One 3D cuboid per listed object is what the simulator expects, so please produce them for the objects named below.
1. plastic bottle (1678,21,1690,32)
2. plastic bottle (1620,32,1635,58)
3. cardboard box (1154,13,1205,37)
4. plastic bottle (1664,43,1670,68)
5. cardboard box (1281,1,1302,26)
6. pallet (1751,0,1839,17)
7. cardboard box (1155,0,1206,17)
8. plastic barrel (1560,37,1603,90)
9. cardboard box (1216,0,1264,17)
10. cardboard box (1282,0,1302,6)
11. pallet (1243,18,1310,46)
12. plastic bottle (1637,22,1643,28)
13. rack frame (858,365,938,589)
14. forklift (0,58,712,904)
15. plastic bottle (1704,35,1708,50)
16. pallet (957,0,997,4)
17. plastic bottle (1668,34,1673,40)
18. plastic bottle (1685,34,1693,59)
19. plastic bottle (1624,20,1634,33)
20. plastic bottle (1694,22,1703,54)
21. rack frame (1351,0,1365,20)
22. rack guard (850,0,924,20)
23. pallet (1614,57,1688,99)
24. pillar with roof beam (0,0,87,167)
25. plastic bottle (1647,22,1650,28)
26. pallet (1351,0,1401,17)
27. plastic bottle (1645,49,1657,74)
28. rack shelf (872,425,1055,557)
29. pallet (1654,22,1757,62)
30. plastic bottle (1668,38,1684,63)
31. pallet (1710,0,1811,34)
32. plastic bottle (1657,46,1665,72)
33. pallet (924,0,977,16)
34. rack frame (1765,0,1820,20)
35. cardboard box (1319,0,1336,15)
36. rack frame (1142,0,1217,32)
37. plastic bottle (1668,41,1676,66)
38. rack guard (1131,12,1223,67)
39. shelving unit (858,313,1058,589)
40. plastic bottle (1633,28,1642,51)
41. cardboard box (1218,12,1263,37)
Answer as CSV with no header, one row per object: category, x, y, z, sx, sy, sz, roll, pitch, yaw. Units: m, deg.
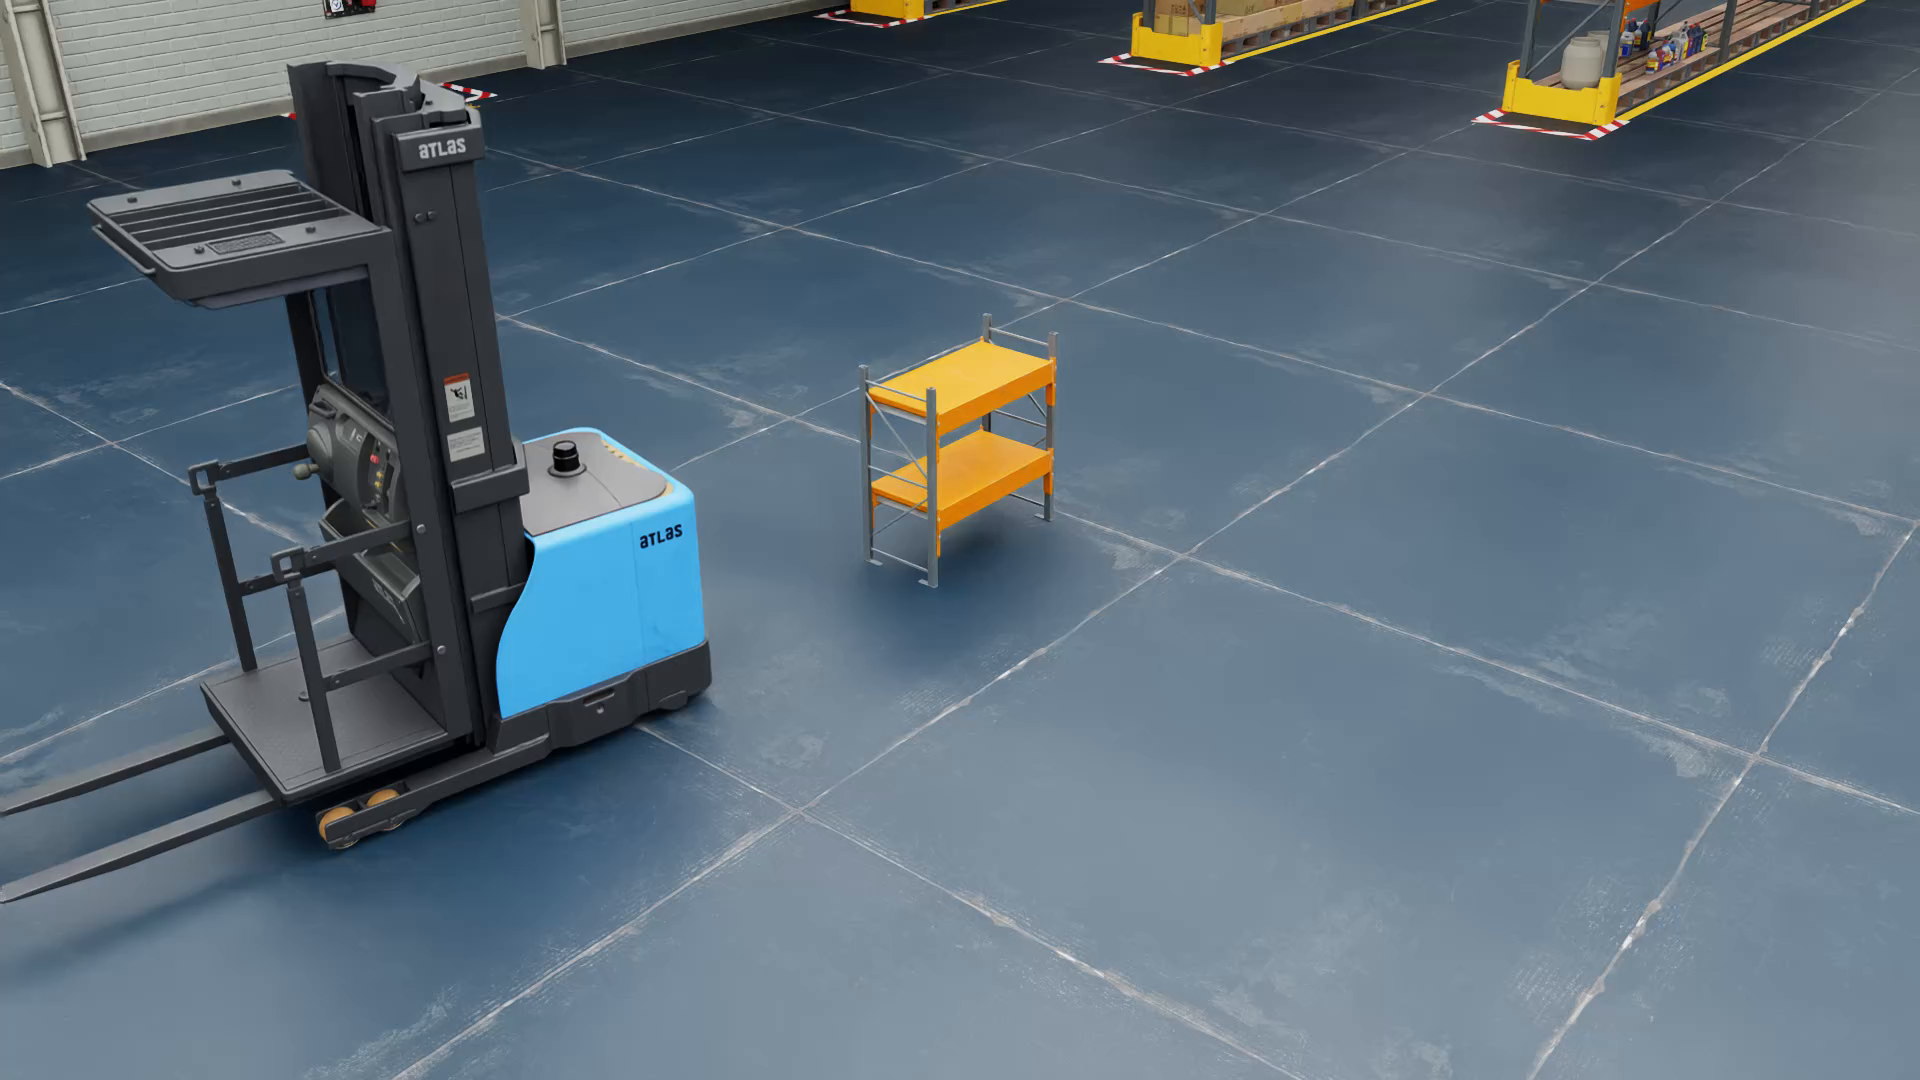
plastic bottle,8.795,-6.127,20.233,0.144,0.351,0.185,21,34,34
plastic bottle,7.999,-5.947,19.967,0.152,0.276,0.135,21,34,34
cardboard box,2.842,-6.651,21.377,0.500,0.250,0.500,21,34,34
plastic bottle,8.224,-5.652,19.402,0.097,0.271,0.097,0,27,0
cardboard box,4.197,-7.031,22.112,0.500,0.250,0.500,21,34,34
pallet,12.107,-7.850,24.194,1.003,0.211,1.213,21,34,34
cardboard box,2.840,-6.985,21.206,0.500,0.500,0.500,21,34,34
plastic barrel,6.908,-5.297,18.476,0.421,0.512,0.421,0,27,0
cardboard box,3.558,-7.010,21.256,0.500,0.500,0.500,21,34,34
cardboard box,4.198,-7.364,21.939,0.500,0.500,0.500,21,34,34
pallet,3.959,-6.885,22.328,1.003,0.211,1.213,21,34,34
plastic bottle,8.368,-6.256,20.565,0.152,0.276,0.135,22,35,36
rack frame,-0.319,-0.322,8.648,0.500,1.125,0.032,21,34,34
forklift,-2.627,-0.312,6.663,3.031,2.935,1.130,-21,34,-34
plastic bottle,9.103,-6.111,20.365,0.097,0.201,0.097,0,27,0
pallet,0.273,-8.352,25.166,1.003,0.211,1.213,21,34,34
plastic bottle,8.483,-5.893,19.854,0.061,0.283,0.133,21,34,34
plastic bottle,8.712,-5.917,19.900,0.061,0.283,0.133,23,35,38
plastic bottle,8.139,-6.165,20.307,0.144,0.351,0.185,19,33,32
plastic bottle,8.906,-6.085,20.151,0.144,0.351,0.185,20,33,33
rack frame,5.273,-8.827,23.049,1.000,3.000,0.127,21,34,34
rack guard,-1.048,-7.772,23.730,1.175,0.500,0.348,21,34,34
pallet,7.858,-5.479,19.612,1.003,0.211,1.213,21,34,34
pillar with roof beam,-5.629,-6.508,12.037,9.100,9.000,0.400,21,34,34
plastic bottle,8.450,-6.229,20.503,0.061,0.283,0.133,21,34,34
pallet,5.712,-7.861,24.217,1.003,0.211,1.213,21,34,34
plastic bottle,7.942,-5.495,19.099,0.097,0.271,0.097,0,27,0
rack shelf,0.004,-0.285,9.109,0.538,0.278,1.000,21,34,34
pallet,9.563,-6.430,21.449,1.003,0.211,1.213,21,34,34
plastic bottle,8.472,-5.812,19.707,0.152,0.276,0.135,21,34,35
pallet,11.115,-7.295,23.121,1.003,0.211,1.213,21,34,34
plastic bottle,8.101,-5.576,19.241,0.061,0.283,0.133,21,34,35
pallet,-0.504,-7.922,24.333,1.003,0.211,1.213,21,34,34
rack frame,11.637,-8.797,22.989,1.000,3.000,0.127,21,34,34
cardboard box,4.821,-7.390,22.806,0.500,0.250,0.500,21,34,34
rack frame,2.729,-7.409,20.307,1.000,3.000,0.127,21,34,34
plastic bottle,8.353,-5.724,19.541,0.097,0.271,0.097,0,27,0
rack guard,2.714,-6.290,20.865,1.175,0.500,0.348,21,34,34
shelving unit,0.004,-0.502,8.996,0.538,1.125,1.048,21,34,34
plastic bottle,8.260,-6.110,20.287,0.097,0.271,0.097,0,27,0
cardboard box,3.557,-6.678,21.429,0.500,0.250,0.500,21,34,34
